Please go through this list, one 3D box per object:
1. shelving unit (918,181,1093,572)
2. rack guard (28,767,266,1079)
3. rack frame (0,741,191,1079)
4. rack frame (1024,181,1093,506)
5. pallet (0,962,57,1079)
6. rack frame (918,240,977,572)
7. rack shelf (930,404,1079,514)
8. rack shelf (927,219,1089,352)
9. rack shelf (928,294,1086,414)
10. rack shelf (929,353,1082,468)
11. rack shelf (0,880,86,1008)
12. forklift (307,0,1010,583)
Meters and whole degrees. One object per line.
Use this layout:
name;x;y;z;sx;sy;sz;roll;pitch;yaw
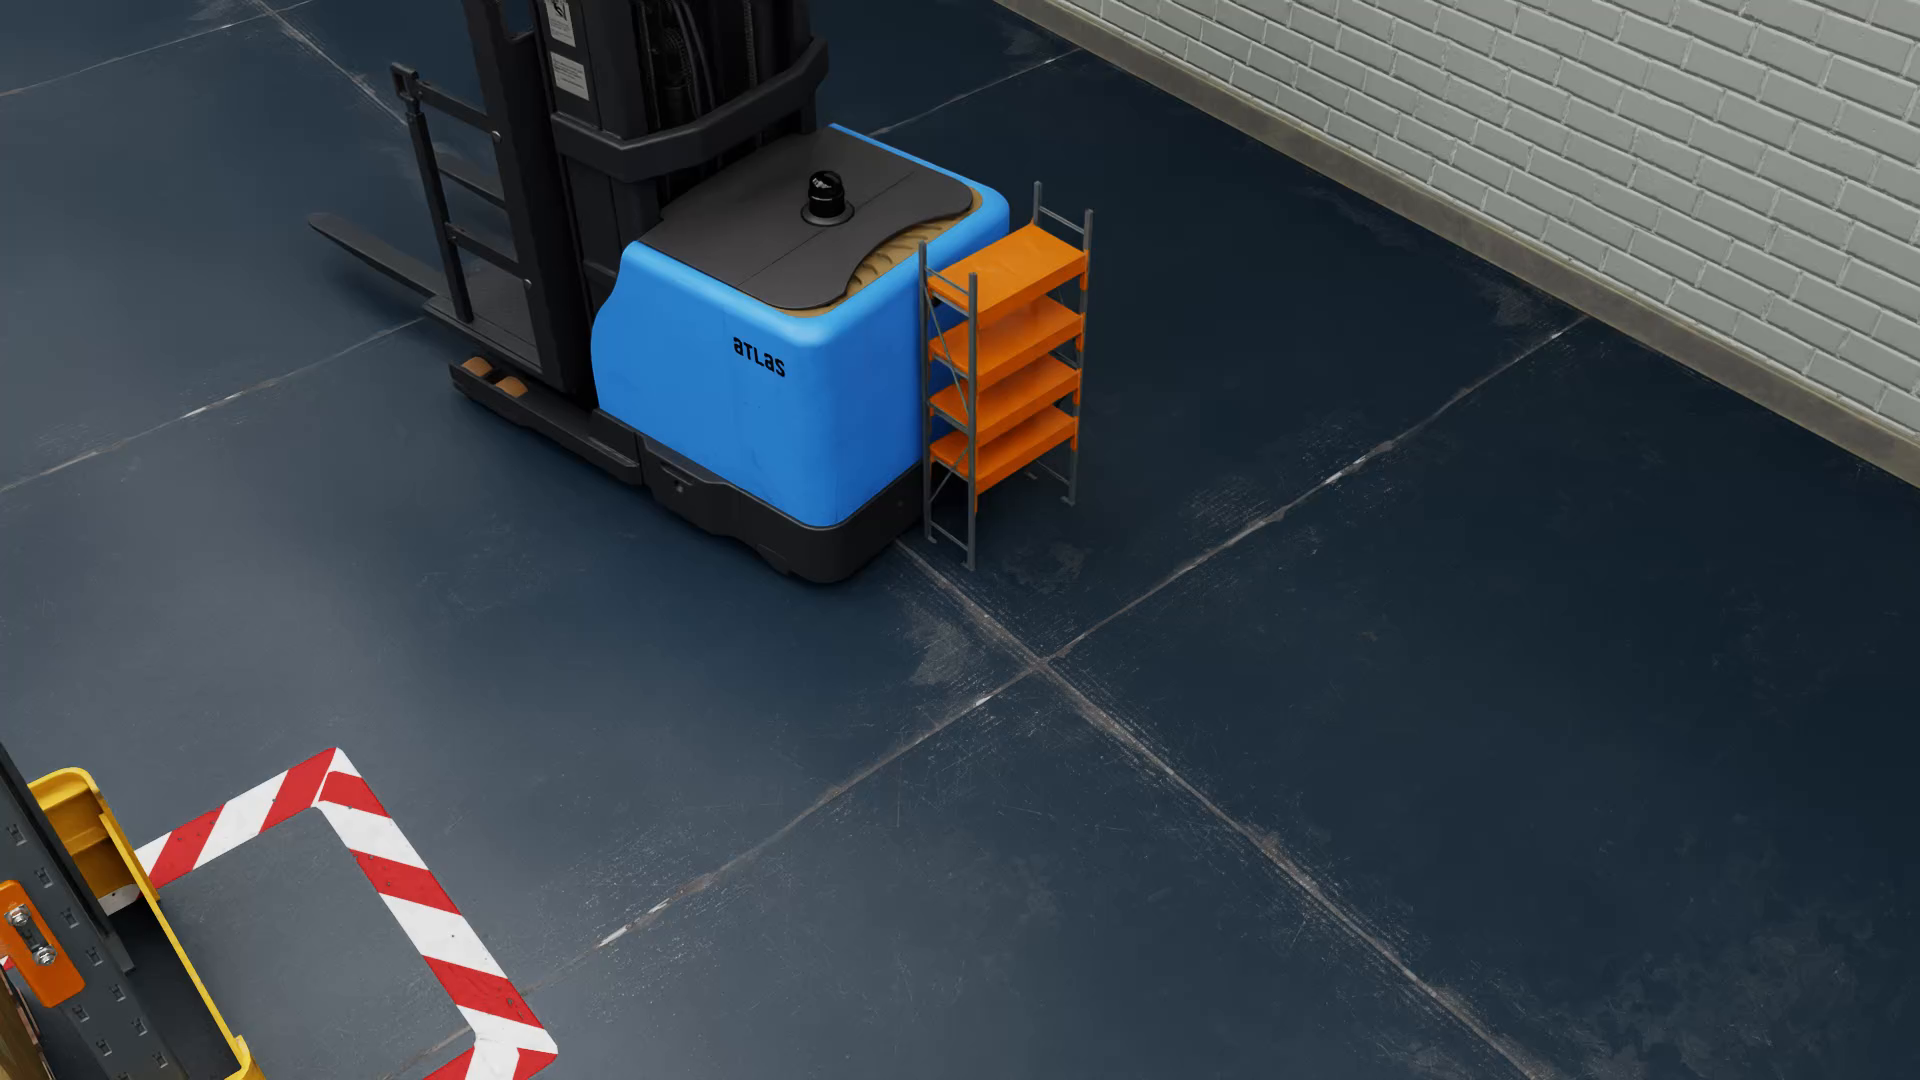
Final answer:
shelving unit;0.141;-0.506;5.412;0.503;1.200;0.258;-33;52;-30
rack guard;-2.085;1.145;4.165;0.348;0.500;1.175;-30;51;-28
rack frame;-2.104;0.245;3.298;0.127;3.000;1.000;-30;51;-28
rack frame;0.318;-0.620;5.534;0.015;1.200;0.240;-33;52;-30
pallet;-2.667;1.654;3.835;1.213;0.211;1.003;-30;51;-28
rack frame;-0.037;-0.391;5.290;0.015;1.200;0.240;-33;52;-30
rack shelf;0.141;-0.312;5.594;0.480;0.148;0.258;-33;52;-30
rack shelf;0.141;-0.792;5.143;0.480;0.148;0.258;-33;52;-30
rack shelf;0.141;-0.620;5.305;0.480;0.148;0.258;-33;52;-30
rack shelf;0.141;-0.456;5.458;0.480;0.148;0.258;-33;52;-30
rack shelf;-3.638;1.385;2.609;4.000;0.370;1.077;-30;51;-28
forklift;-1.293;-1.767;5.490;3.031;2.935;1.130;28;50;27
